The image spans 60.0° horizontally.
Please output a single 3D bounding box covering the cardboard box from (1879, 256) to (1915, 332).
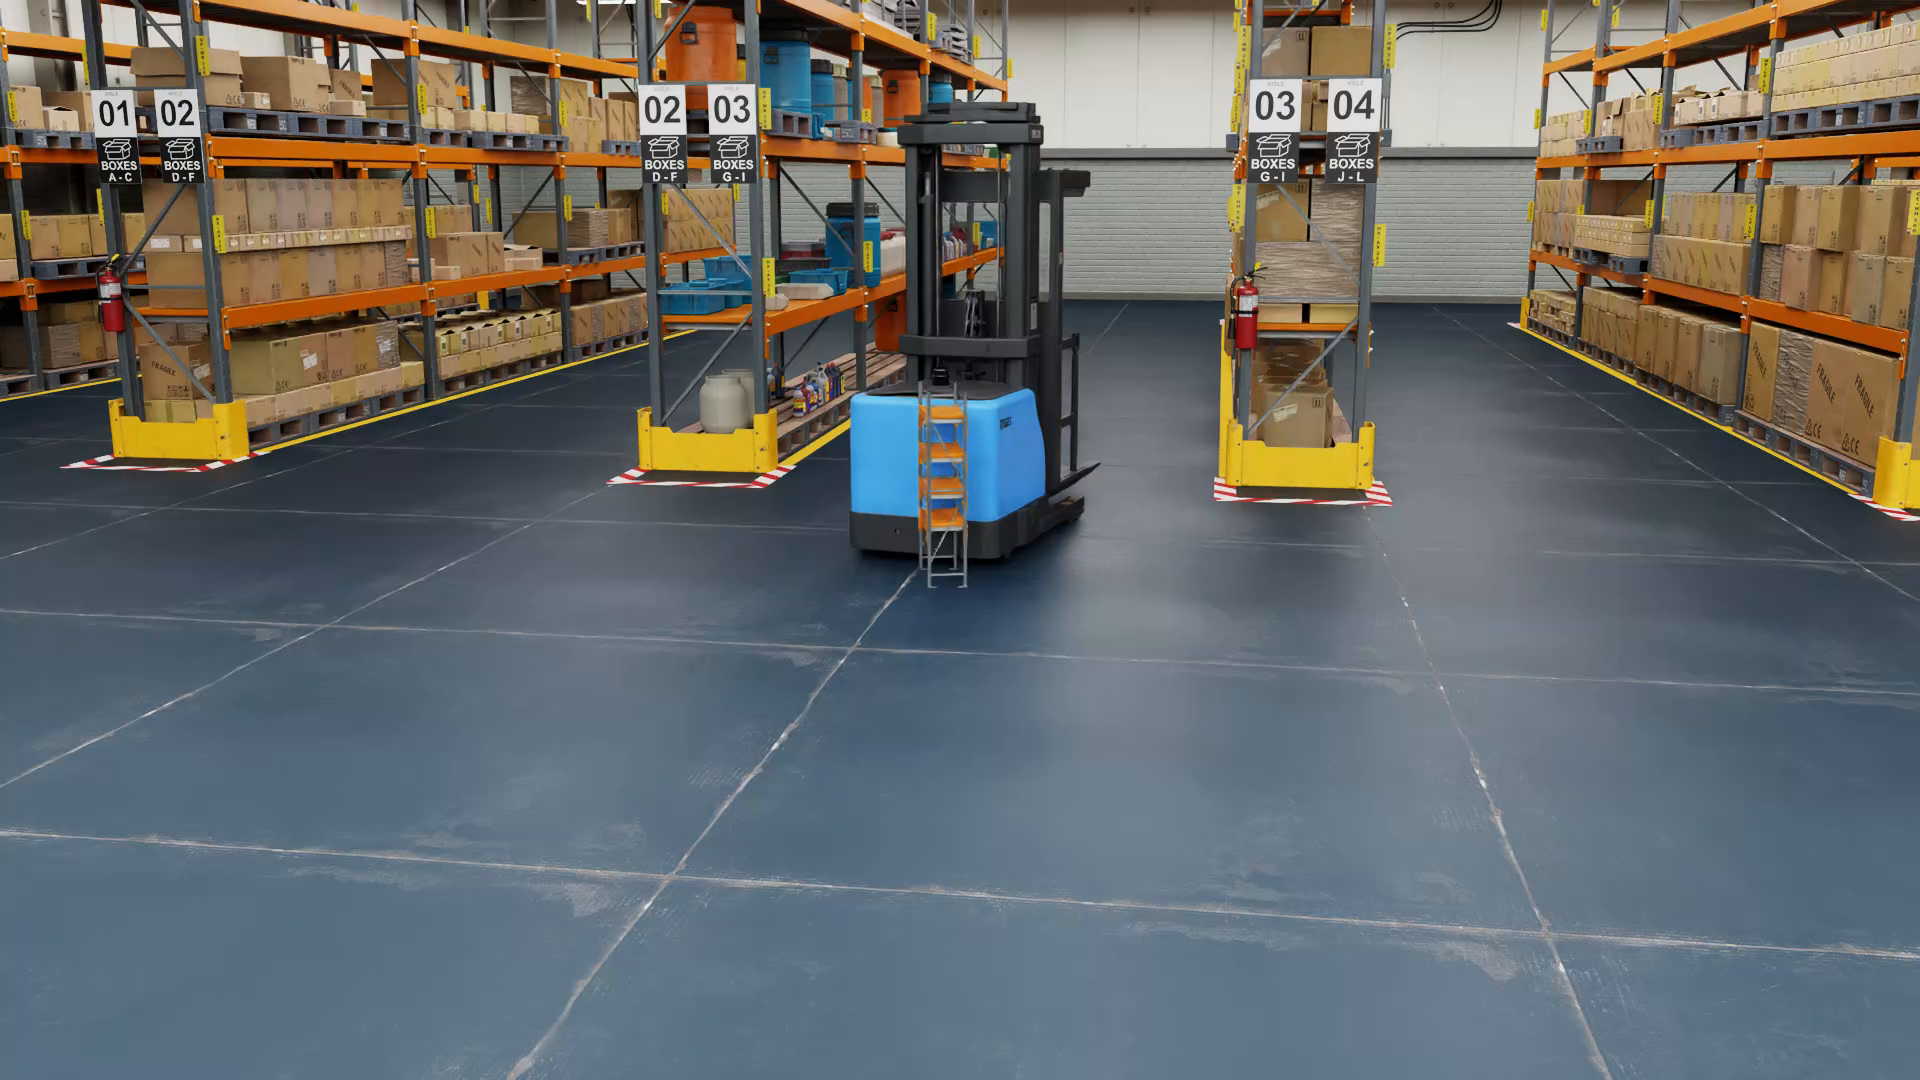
[{"bbox_3d":[7.653,-1.884,12.758,0.875,0.550,0.550,2,12,9],"label":"cardboard box"}]

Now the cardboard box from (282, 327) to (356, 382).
[{"bbox_3d":[-6.497,-1.879,16.844,0.500,0.500,0.500,2,12,9],"label":"cardboard box"}]

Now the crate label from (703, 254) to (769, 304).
[{"bbox_3d":[-2.123,-2.483,15.811,0.502,0.435,0.616,2,12,9],"label":"crate label"}]

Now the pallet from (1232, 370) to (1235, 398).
[{"bbox_3d":[3.674,-1.800,19.343,1.003,0.211,1.213,2,12,9],"label":"pallet"}]

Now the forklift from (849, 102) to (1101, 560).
[{"bbox_3d":[9.118,-1.999,13.811,16.207,2.935,13.132,5,13,20],"label":"forklift"}]

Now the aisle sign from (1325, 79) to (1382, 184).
[{"bbox_3d":[3.043,-3.162,12.873,0.394,0.787,0.004,2,12,9],"label":"aisle sign"}]

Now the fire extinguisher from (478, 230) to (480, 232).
[{"bbox_3d":[-8.988,-5.522,31.064,0.296,0.674,0.183,2,12,9],"label":"fire extinguisher"}]

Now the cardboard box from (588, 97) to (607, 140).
[{"bbox_3d":[-5.539,-6.122,24.190,0.600,0.600,0.600,1,12,6],"label":"cardboard box"}]

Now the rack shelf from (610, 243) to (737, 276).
[{"bbox_3d":[-4.879,-4.798,28.343,1.077,0.370,4.000,2,12,9],"label":"rack shelf"}]

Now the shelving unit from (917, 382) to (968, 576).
[{"bbox_3d":[-0.109,-0.348,10.258,0.258,1.200,0.499,-2,12,-7],"label":"shelving unit"}]

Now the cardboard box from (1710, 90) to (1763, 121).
[{"bbox_3d":[8.309,-4.613,17.637,0.500,0.311,0.500,1,12,7],"label":"cardboard box"}]

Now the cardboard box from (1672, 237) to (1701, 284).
[{"bbox_3d":[8.382,-3.150,18.754,0.500,0.500,0.500,2,12,9],"label":"cardboard box"}]

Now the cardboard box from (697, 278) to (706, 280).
[{"bbox_3d":[-4.412,-4.438,29.854,0.500,0.500,0.500,2,12,9],"label":"cardboard box"}]

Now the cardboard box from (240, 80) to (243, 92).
[{"bbox_3d":[-7.030,-4.296,16.068,0.500,0.311,0.500,3,13,15],"label":"cardboard box"}]

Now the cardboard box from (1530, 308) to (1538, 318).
[{"bbox_3d":[9.705,-3.775,27.661,0.380,0.149,0.250,2,12,10],"label":"cardboard box"}]

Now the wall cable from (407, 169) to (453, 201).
[{"bbox_3d":[-10.205,-6.519,32.213,0.084,1.984,1.851,2,12,9],"label":"wall cable"}]

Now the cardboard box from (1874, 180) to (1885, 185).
[{"bbox_3d":[14.534,-5.550,25.976,0.380,0.149,0.250,1,12,7],"label":"cardboard box"}]

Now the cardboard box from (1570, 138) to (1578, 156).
[{"bbox_3d":[9.384,-5.837,24.694,0.500,0.250,0.500,2,12,8],"label":"cardboard box"}]

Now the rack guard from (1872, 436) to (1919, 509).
[{"bbox_3d":[7.637,-0.505,12.648,1.175,0.500,0.348,2,12,9],"label":"rack guard"}]

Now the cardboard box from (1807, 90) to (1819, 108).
[{"bbox_3d":[7.710,-3.885,14.644,0.380,0.149,0.250,2,12,8],"label":"cardboard box"}]

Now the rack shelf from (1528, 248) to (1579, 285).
[{"bbox_3d":[9.794,-4.294,26.007,1.077,0.370,4.000,2,12,9],"label":"rack shelf"}]

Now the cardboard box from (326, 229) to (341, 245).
[{"bbox_3d":[-6.482,-3.051,16.751,0.380,0.149,0.250,2,12,11],"label":"cardboard box"}]

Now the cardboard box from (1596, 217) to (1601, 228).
[{"bbox_3d":[8.774,-4.267,22.359,0.380,0.149,0.250,2,12,11],"label":"cardboard box"}]

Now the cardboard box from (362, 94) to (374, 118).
[{"bbox_3d":[-9.695,-7.046,27.289,0.500,0.500,0.500,2,12,8],"label":"cardboard box"}]

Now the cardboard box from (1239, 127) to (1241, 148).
[{"bbox_3d":[3.583,-4.775,19.767,0.500,0.250,0.500,2,12,10],"label":"cardboard box"}]

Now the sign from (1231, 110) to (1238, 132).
[{"bbox_3d":[4.053,-6.187,24.546,0.100,0.325,0.005,2,12,9],"label":"sign"}]

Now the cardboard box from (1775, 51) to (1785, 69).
[{"bbox_3d":[7.864,-4.487,15.543,0.380,0.149,0.250,2,12,9],"label":"cardboard box"}]

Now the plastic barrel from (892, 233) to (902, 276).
[{"bbox_3d":[-0.920,-3.485,20.279,0.421,0.512,0.421,0,12,0],"label":"plastic barrel"}]

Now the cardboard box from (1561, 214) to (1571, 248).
[{"bbox_3d":[9.363,-4.642,24.969,0.500,0.500,0.500,2,12,7],"label":"cardboard box"}]

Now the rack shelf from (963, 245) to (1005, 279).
[{"bbox_3d":[0.015,-4.636,27.595,1.077,0.370,4.000,2,12,9],"label":"rack shelf"}]

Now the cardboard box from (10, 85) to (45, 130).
[{"bbox_3d":[-11.149,-5.059,19.495,0.500,0.500,0.500,4,13,17],"label":"cardboard box"}]

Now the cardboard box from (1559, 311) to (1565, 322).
[{"bbox_3d":[9.274,-3.376,25.101,0.380,0.149,0.250,1,12,7],"label":"cardboard box"}]

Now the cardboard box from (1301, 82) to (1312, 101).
[{"bbox_3d":[2.646,-3.620,13.458,0.380,0.149,0.250,1,12,7],"label":"cardboard box"}]

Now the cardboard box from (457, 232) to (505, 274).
[{"bbox_3d":[-6.044,-3.600,20.838,0.500,0.500,0.500,1,12,6],"label":"cardboard box"}]

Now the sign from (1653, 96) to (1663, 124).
[{"bbox_3d":[8.336,-5.134,19.849,0.100,0.325,0.005,2,12,9],"label":"sign"}]

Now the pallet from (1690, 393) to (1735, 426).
[{"bbox_3d":[8.301,-1.364,17.322,1.003,0.211,1.213,2,12,9],"label":"pallet"}]

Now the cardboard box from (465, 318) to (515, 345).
[{"bbox_3d":[-5.872,-2.601,20.642,0.500,0.311,0.500,2,12,10],"label":"cardboard box"}]

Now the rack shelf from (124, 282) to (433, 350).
[{"bbox_3d":[-6.725,-2.300,16.752,1.077,0.370,4.000,2,12,9],"label":"rack shelf"}]

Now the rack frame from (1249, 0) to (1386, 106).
[{"bbox_3d":[2.756,-4.846,12.620,1.000,3.000,0.127,2,12,9],"label":"rack frame"}]

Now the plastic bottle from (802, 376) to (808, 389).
[{"bbox_3d":[-1.551,-1.513,16.796,0.061,0.283,0.133,2,12,9],"label":"plastic bottle"}]

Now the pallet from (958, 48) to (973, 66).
[{"bbox_3d":[-0.390,-7.043,24.214,1.003,0.211,1.213,2,12,9],"label":"pallet"}]

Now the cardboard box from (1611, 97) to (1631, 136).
[{"bbox_3d":[9.119,-5.634,22.156,0.797,0.503,0.637,2,12,8],"label":"cardboard box"}]

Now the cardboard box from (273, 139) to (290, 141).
[{"bbox_3d":[-10.488,-6.223,24.849,0.700,0.500,0.500,2,12,9],"label":"cardboard box"}]

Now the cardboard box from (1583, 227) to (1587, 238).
[{"bbox_3d":[8.894,-4.283,23.139,0.380,0.149,0.250,2,12,10],"label":"cardboard box"}]

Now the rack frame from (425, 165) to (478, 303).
[{"bbox_3d":[-9.467,-5.725,30.941,1.000,3.000,0.127,2,12,9],"label":"rack frame"}]

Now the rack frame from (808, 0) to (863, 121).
[{"bbox_3d":[-1.523,-5.839,17.228,1.000,3.000,0.127,2,12,9],"label":"rack frame"}]

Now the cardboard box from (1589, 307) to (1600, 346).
[{"bbox_3d":[9.031,-2.958,23.033,0.500,0.500,0.500,2,12,11],"label":"cardboard box"}]

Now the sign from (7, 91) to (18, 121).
[{"bbox_3d":[-10.775,-4.931,18.905,0.100,0.325,0.005,2,12,9],"label":"sign"}]

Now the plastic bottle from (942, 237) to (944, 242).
[{"bbox_3d":[-0.282,-4.312,24.499,0.144,0.351,0.185,2,12,9],"label":"plastic bottle"}]

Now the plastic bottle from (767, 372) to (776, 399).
[{"bbox_3d":[-1.960,-1.599,17.226,0.097,0.271,0.097,0,12,0],"label":"plastic bottle"}]

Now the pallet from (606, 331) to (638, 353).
[{"bbox_3d":[-5.460,-2.945,24.656,1.003,0.211,1.213,2,12,9],"label":"pallet"}]

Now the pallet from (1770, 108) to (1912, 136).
[{"bbox_3d":[8.120,-3.817,15.177,1.003,0.211,1.213,2,12,9],"label":"pallet"}]
